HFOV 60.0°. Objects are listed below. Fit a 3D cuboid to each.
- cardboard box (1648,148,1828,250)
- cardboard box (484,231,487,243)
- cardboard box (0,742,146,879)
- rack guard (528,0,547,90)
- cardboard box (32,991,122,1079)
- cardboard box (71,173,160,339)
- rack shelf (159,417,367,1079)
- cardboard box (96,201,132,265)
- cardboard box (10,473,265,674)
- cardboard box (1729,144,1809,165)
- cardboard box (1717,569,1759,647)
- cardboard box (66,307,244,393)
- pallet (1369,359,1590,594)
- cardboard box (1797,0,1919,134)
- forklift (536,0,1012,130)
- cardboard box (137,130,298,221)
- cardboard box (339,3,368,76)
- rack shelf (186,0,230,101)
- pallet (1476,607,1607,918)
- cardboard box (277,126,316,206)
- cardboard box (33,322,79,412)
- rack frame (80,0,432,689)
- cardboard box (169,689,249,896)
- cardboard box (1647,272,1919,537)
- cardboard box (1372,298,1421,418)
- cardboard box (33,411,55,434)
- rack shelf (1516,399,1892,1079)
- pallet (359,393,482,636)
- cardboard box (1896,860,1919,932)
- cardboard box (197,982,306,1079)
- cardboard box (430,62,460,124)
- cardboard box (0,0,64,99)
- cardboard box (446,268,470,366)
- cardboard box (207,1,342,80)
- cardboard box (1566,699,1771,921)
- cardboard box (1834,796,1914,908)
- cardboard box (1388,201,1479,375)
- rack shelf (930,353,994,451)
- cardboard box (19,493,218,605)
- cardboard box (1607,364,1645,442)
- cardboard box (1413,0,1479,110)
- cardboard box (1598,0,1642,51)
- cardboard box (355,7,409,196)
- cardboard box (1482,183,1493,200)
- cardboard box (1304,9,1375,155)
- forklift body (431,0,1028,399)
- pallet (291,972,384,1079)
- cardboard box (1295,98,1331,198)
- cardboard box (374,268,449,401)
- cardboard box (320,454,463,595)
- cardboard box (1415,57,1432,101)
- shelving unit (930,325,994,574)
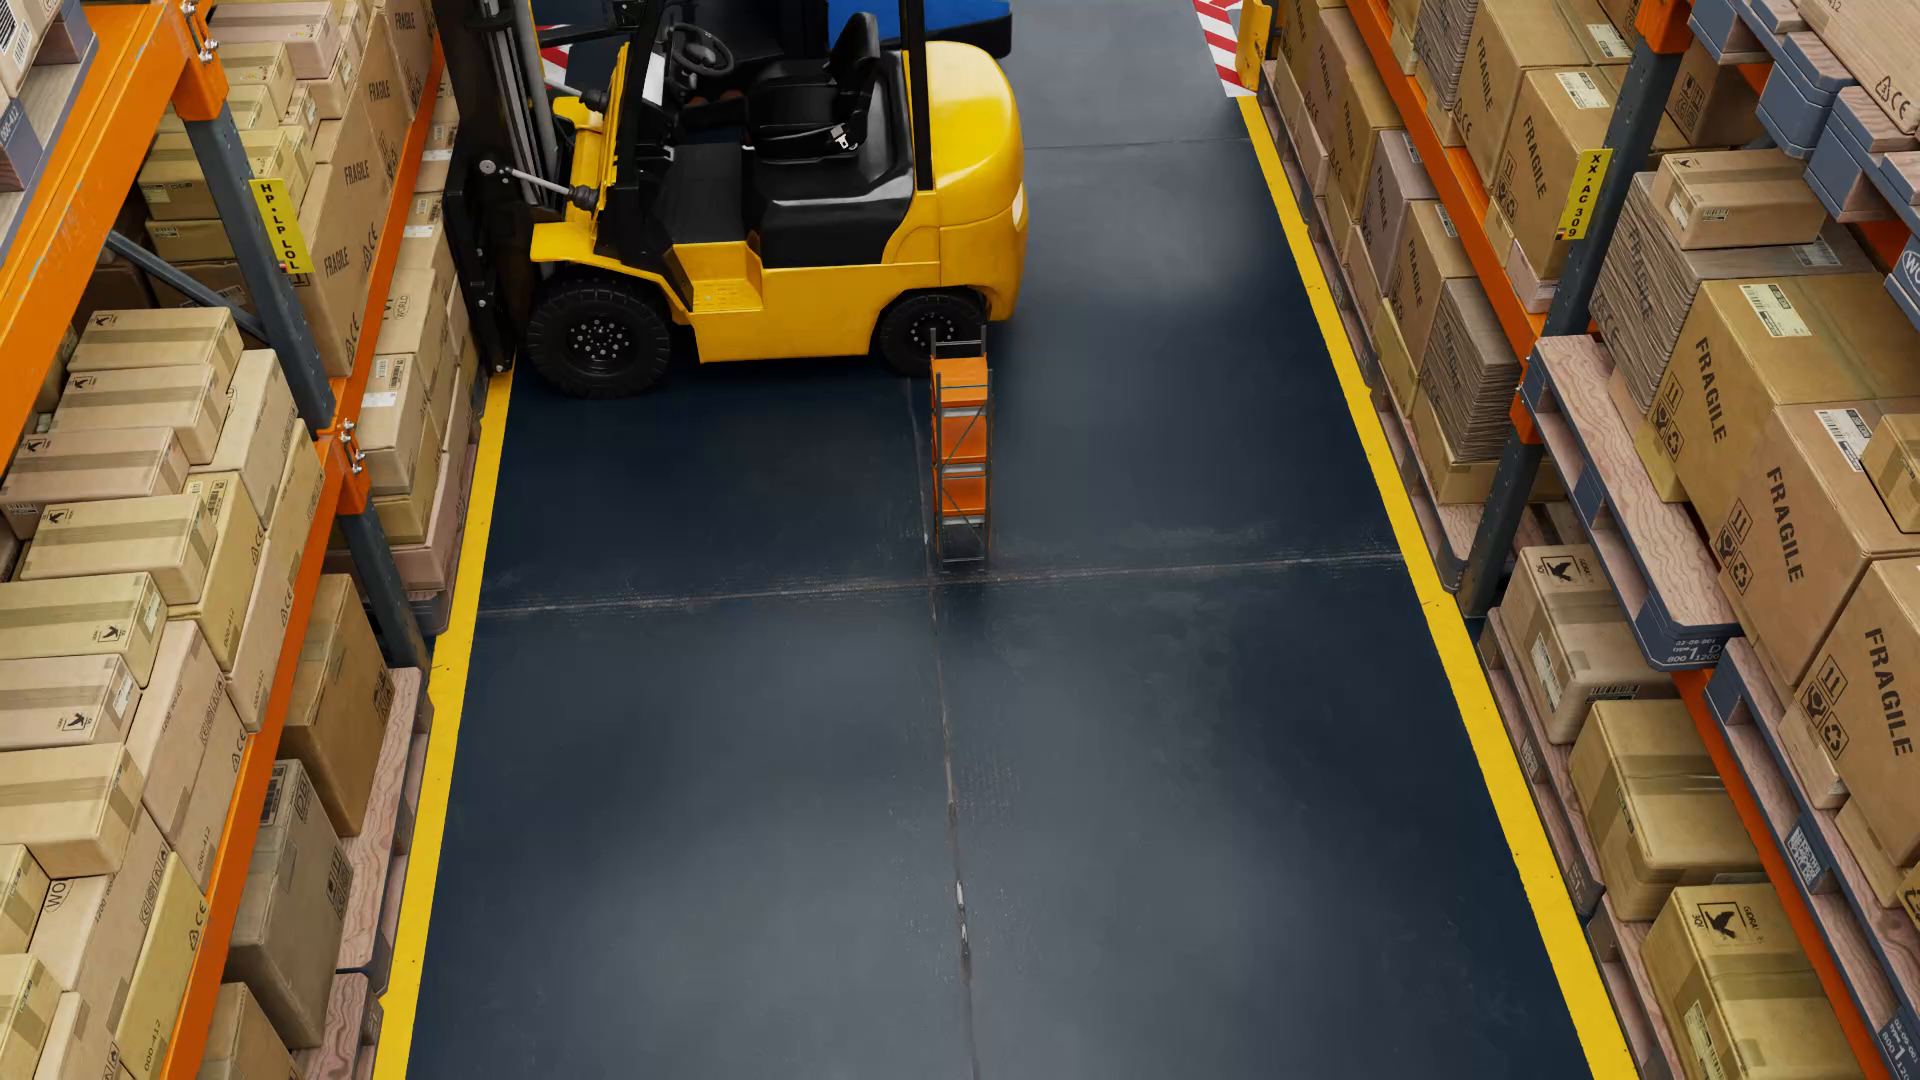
[{"bbox_3d":[2.136,-0.937,4.562,0.380,0.149,0.250,-4,47,-3],"label":"cardboard box"},{"bbox_3d":[-2.347,-1.166,7.392,0.500,0.250,0.500,-2,47,-2],"label":"cardboard box"},{"bbox_3d":[-2.011,0.595,3.605,0.380,0.149,0.250,-5,47,-4],"label":"cardboard box"},{"bbox_3d":[-2.834,-2.543,8.814,1.175,0.500,0.348,-3,47,-3],"label":"rack guard"},{"bbox_3d":[-2.022,1.205,3.302,0.500,0.250,0.500,-5,47,-4],"label":"cardboard box"},{"bbox_3d":[-2.804,-0.834,5.405,0.500,0.500,0.500,-4,47,-4],"label":"cardboard box"},{"bbox_3d":[-2.329,1.204,4.040,1.077,0.370,4.000,-3,47,-3],"label":"rack shelf"},{"bbox_3d":[-2.780,-0.965,5.083,0.380,0.149,0.250,-4,47,-4],"label":"cardboard box"},{"bbox_3d":[-2.151,0.100,4.348,0.500,0.250,0.500,-5,47,-4],"label":"cardboard box"},{"bbox_3d":[2.690,-1.267,5.610,0.500,0.500,0.500,-4,47,-3],"label":"cardboard box"},{"bbox_3d":[2.272,0.136,4.439,0.380,0.149,0.250,-3,47,-3],"label":"cardboard box"},{"bbox_3d":[-2.247,-0.514,4.656,0.380,0.149,0.250,-2,47,-2],"label":"cardboard box"},{"bbox_3d":[2.358,-0.320,6.908,1.003,0.211,1.213,-3,47,-3],"label":"pallet"},{"bbox_3d":[2.142,-1.105,3.479,0.500,0.250,0.500,-4,47,-4],"label":"cardboard box"},{"bbox_3d":[-1.289,-3.614,8.155,3.031,2.935,1.130,-15,48,-14],"label":"forklift"},{"bbox_3d":[-2.228,-1.099,5.004,0.380,0.149,0.250,-3,47,-2],"label":"cardboard box"},{"bbox_3d":[-2.301,-1.742,5.818,0.380,0.149,0.250,-4,47,-4],"label":"cardboard box"},{"bbox_3d":[-2.664,-2.722,5.691,1.077,0.370,4.000,-3,47,-3],"label":"rack shelf"},{"bbox_3d":[2.516,0.727,5.916,1.003,0.211,1.213,-3,47,-3],"label":"pallet"},{"bbox_3d":[-2.285,-1.182,5.288,0.380,0.149,0.250,-2,47,-2],"label":"cardboard box"},{"bbox_3d":[-2.681,-0.481,4.624,0.380,0.149,0.250,-4,47,-4],"label":"cardboard box"},{"bbox_3d":[-2.497,-0.491,5.149,1.000,3.000,0.127,-3,47,-3],"label":"rack frame"},{"bbox_3d":[-2.135,0.634,4.187,0.500,0.250,0.500,-3,47,-3],"label":"cardboard box"},{"bbox_3d":[2.245,-0.357,4.459,0.500,0.500,0.500,-3,47,-3],"label":"cardboard box"},{"bbox_3d":[2.077,-0.790,7.037,0.500,0.250,0.500,-5,47,-4],"label":"cardboard box"},{"bbox_3d":[-2.710,-0.228,4.659,0.500,0.250,0.500,-4,47,-4],"label":"cardboard box"},{"bbox_3d":[2.617,0.899,4.328,1.077,0.370,4.000,-3,47,-3],"label":"rack shelf"},{"bbox_3d":[-2.522,-0.110,6.708,1.003,0.211,1.213,-3,47,-3],"label":"pallet"},{"bbox_3d":[2.371,0.767,3.394,0.500,0.500,0.500,-6,47,-6],"label":"cardboard box"},{"bbox_3d":[-2.320,1.664,4.454,0.875,0.625,0.625,-5,47,-5],"label":"cardboard box"},{"bbox_3d":[-2.382,-1.880,7.380,0.500,0.250,0.500,-3,47,-3],"label":"cardboard box"},{"bbox_3d":[-2.193,-1.161,3.421,0.500,0.311,0.500,-5,47,-5],"label":"cardboard box"},{"bbox_3d":[-2.304,-0.959,6.852,0.500,0.250,0.500,-4,47,-4],"label":"cardboard box"},{"bbox_3d":[-2.289,-1.659,5.535,0.380,0.149,0.250,-3,47,-2],"label":"cardboard box"},{"bbox_3d":[2.559,0.863,5.387,0.950,0.372,0.625,-1,47,-1],"label":"cardboard box"},{"bbox_3d":[2.314,0.702,3.903,0.380,0.149,0.250,-5,47,-5],"label":"cardboard box"},{"bbox_3d":[2.088,-1.031,6.749,0.500,0.500,0.500,-3,47,-3],"label":"cardboard box"},{"bbox_3d":[0.005,-0.510,6.134,0.215,0.259,0.240,-3,47,-3],"label":"rack shelf"},{"bbox_3d":[-2.085,0.034,4.137,0.380,0.149,0.250,-5,47,-5],"label":"cardboard box"},{"bbox_3d":[2.181,-0.434,4.979,0.380,0.149,0.250,-3,47,-3],"label":"cardboard box"},{"bbox_3d":[2.066,-1.985,6.290,0.500,0.500,0.500,-2,47,-2],"label":"cardboard box"},{"bbox_3d":[2.607,-1.978,5.595,0.700,0.500,0.500,-3,47,-3],"label":"cardboard box"},{"bbox_3d":[-2.377,-1.604,6.134,0.500,0.500,0.500,-4,47,-4],"label":"cardboard box"},{"bbox_3d":[2.147,-1.296,6.085,0.380,0.149,0.250,-3,47,-3],"label":"cardboard box"},{"bbox_3d":[1.957,-2.150,7.809,0.500,0.500,0.500,-5,47,-5],"label":"cardboard box"},{"bbox_3d":[-0.855,-1.832,7.003,2.313,2.155,1.214,-3,47,-3],"label":"forklift body"},{"bbox_3d":[-2.291,1.884,4.821,1.003,0.211,1.213,-3,47,-3],"label":"pallet"},{"bbox_3d":[1.941,-1.918,8.105,0.500,0.250,0.500,-2,47,-2],"label":"cardboard box"},{"bbox_3d":[-2.257,-0.773,6.332,0.500,0.250,0.500,-3,47,-3],"label":"cardboard box"},{"bbox_3d":[-2.207,-0.060,6.345,0.500,0.250,0.500,-3,47,-3],"label":"cardboard box"},{"bbox_3d":[2.039,-1.844,6.604,0.380,0.149,0.250,-4,47,-4],"label":"cardboard box"},{"bbox_3d":[0.005,-0.322,6.332,0.215,1.050,0.252,-3,47,-3],"label":"shelving unit"}]
